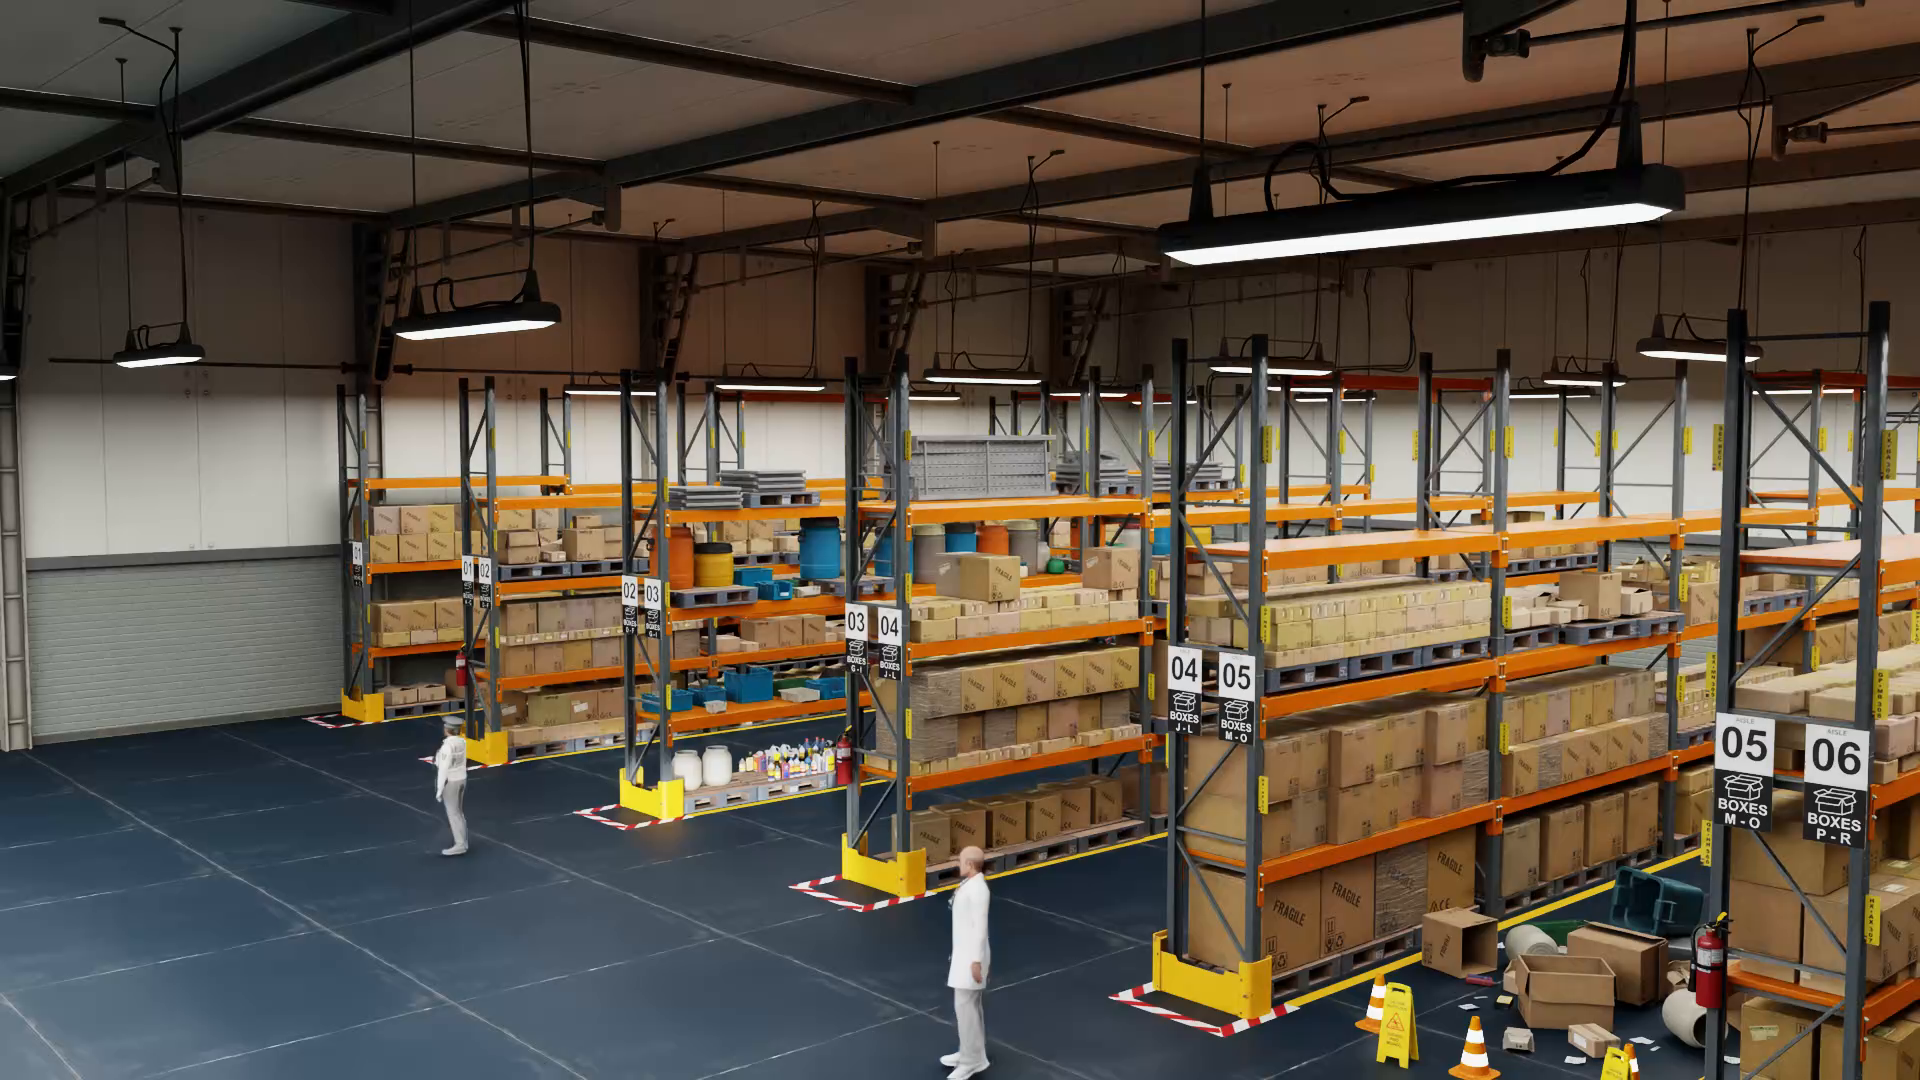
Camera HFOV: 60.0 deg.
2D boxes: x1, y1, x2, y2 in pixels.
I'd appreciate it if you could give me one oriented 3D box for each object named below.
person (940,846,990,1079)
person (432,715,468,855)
[{"bbox_3d":[0.041,3.405,13.476,0.402,1.834,0.635,0,4,-2],"label":"person"},{"bbox_3d":[-6.198,3.005,20.272,0.378,1.721,0.579,1,4,9],"label":"person"}]
